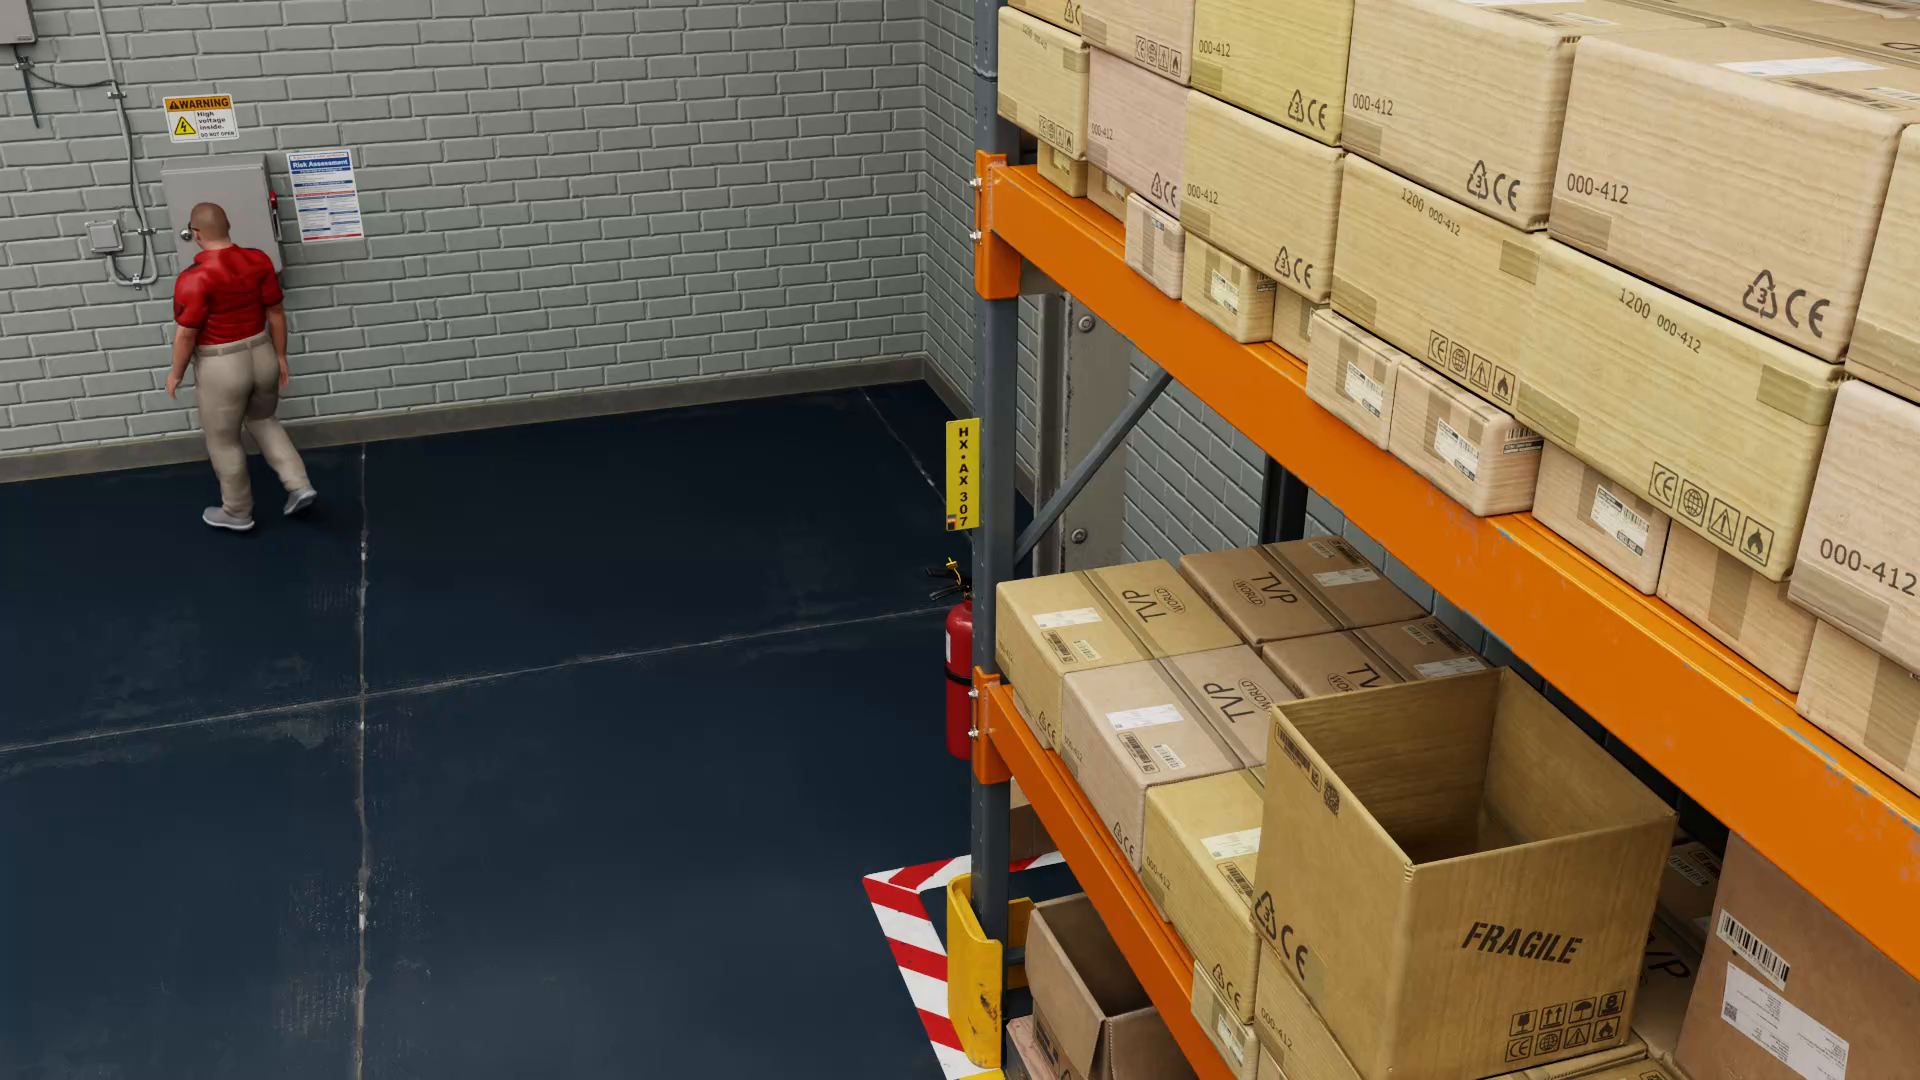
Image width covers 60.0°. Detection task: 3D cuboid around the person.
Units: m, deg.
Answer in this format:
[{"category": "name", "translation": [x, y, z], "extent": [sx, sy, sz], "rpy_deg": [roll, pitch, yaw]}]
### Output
[{"category": "person", "translation": [-3.683, -0.853, 8.357], "extent": [0.556, 1.741, 0.559], "rpy_deg": [14, 30, 27]}]
